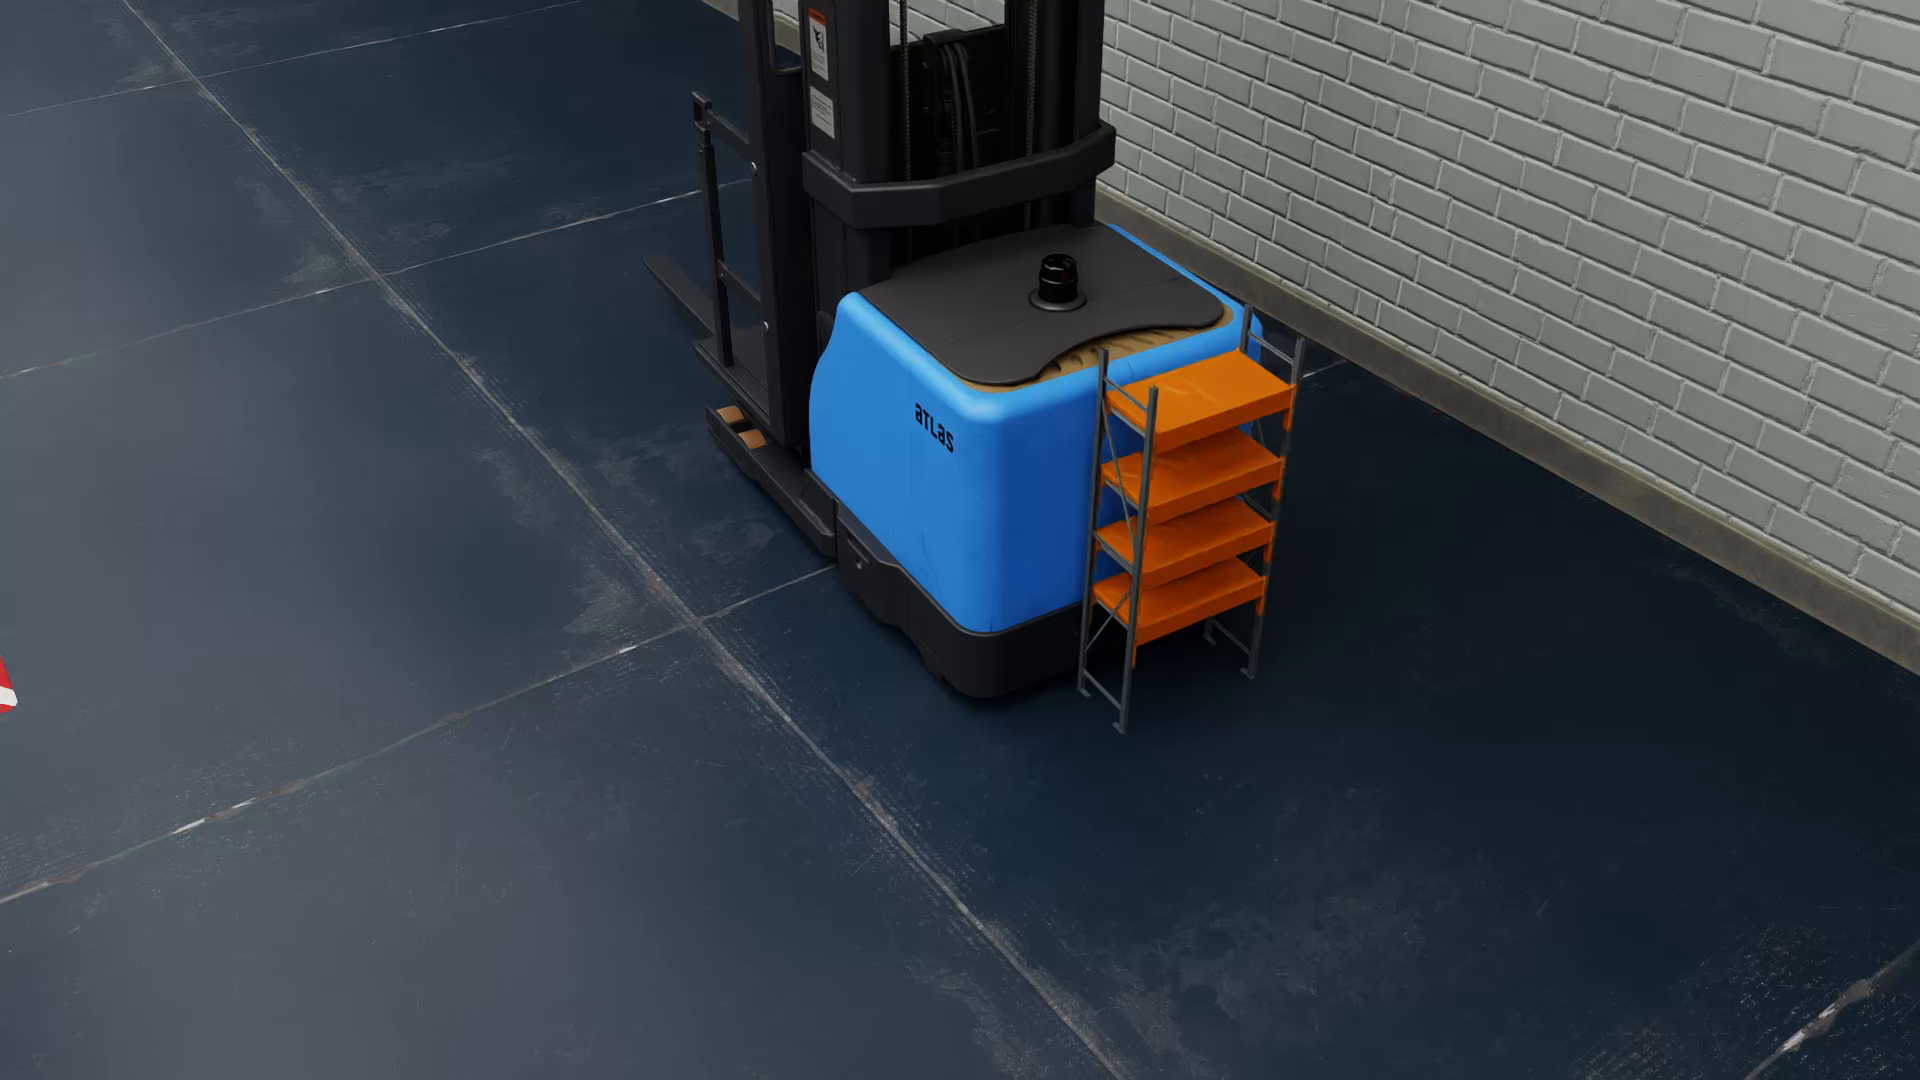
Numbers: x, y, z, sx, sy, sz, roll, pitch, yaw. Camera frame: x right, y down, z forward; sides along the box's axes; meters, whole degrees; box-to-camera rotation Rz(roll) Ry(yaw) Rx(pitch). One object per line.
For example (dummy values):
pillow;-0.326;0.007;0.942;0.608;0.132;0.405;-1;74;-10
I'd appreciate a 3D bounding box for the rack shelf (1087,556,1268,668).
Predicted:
rack shelf;0.639;0.174;4.931;0.480;0.148;0.258;-19;41;-25

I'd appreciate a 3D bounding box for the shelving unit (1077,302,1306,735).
shelving unit;0.641;-0.039;4.772;0.503;1.200;0.258;-19;41;-25

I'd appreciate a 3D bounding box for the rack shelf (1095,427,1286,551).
rack shelf;0.643;-0.165;4.679;0.480;0.148;0.258;-19;41;-25

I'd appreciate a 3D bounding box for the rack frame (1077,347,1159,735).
rack frame;0.433;0.035;4.670;0.015;1.200;0.240;-19;41;-25

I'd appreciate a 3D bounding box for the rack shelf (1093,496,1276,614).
rack shelf;0.641;0.015;4.812;0.480;0.148;0.258;-19;41;-25

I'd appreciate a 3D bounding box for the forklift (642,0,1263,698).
forklift;-0.286;-1.552;5.397;1.130;2.935;3.031;-19;40;-24

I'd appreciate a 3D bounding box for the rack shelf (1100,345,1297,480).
rack shelf;0.645;-0.354;4.538;0.480;0.148;0.258;-19;41;-25

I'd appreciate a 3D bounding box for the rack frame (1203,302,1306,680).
rack frame;0.850;-0.113;4.875;0.015;1.200;0.240;-19;41;-25
